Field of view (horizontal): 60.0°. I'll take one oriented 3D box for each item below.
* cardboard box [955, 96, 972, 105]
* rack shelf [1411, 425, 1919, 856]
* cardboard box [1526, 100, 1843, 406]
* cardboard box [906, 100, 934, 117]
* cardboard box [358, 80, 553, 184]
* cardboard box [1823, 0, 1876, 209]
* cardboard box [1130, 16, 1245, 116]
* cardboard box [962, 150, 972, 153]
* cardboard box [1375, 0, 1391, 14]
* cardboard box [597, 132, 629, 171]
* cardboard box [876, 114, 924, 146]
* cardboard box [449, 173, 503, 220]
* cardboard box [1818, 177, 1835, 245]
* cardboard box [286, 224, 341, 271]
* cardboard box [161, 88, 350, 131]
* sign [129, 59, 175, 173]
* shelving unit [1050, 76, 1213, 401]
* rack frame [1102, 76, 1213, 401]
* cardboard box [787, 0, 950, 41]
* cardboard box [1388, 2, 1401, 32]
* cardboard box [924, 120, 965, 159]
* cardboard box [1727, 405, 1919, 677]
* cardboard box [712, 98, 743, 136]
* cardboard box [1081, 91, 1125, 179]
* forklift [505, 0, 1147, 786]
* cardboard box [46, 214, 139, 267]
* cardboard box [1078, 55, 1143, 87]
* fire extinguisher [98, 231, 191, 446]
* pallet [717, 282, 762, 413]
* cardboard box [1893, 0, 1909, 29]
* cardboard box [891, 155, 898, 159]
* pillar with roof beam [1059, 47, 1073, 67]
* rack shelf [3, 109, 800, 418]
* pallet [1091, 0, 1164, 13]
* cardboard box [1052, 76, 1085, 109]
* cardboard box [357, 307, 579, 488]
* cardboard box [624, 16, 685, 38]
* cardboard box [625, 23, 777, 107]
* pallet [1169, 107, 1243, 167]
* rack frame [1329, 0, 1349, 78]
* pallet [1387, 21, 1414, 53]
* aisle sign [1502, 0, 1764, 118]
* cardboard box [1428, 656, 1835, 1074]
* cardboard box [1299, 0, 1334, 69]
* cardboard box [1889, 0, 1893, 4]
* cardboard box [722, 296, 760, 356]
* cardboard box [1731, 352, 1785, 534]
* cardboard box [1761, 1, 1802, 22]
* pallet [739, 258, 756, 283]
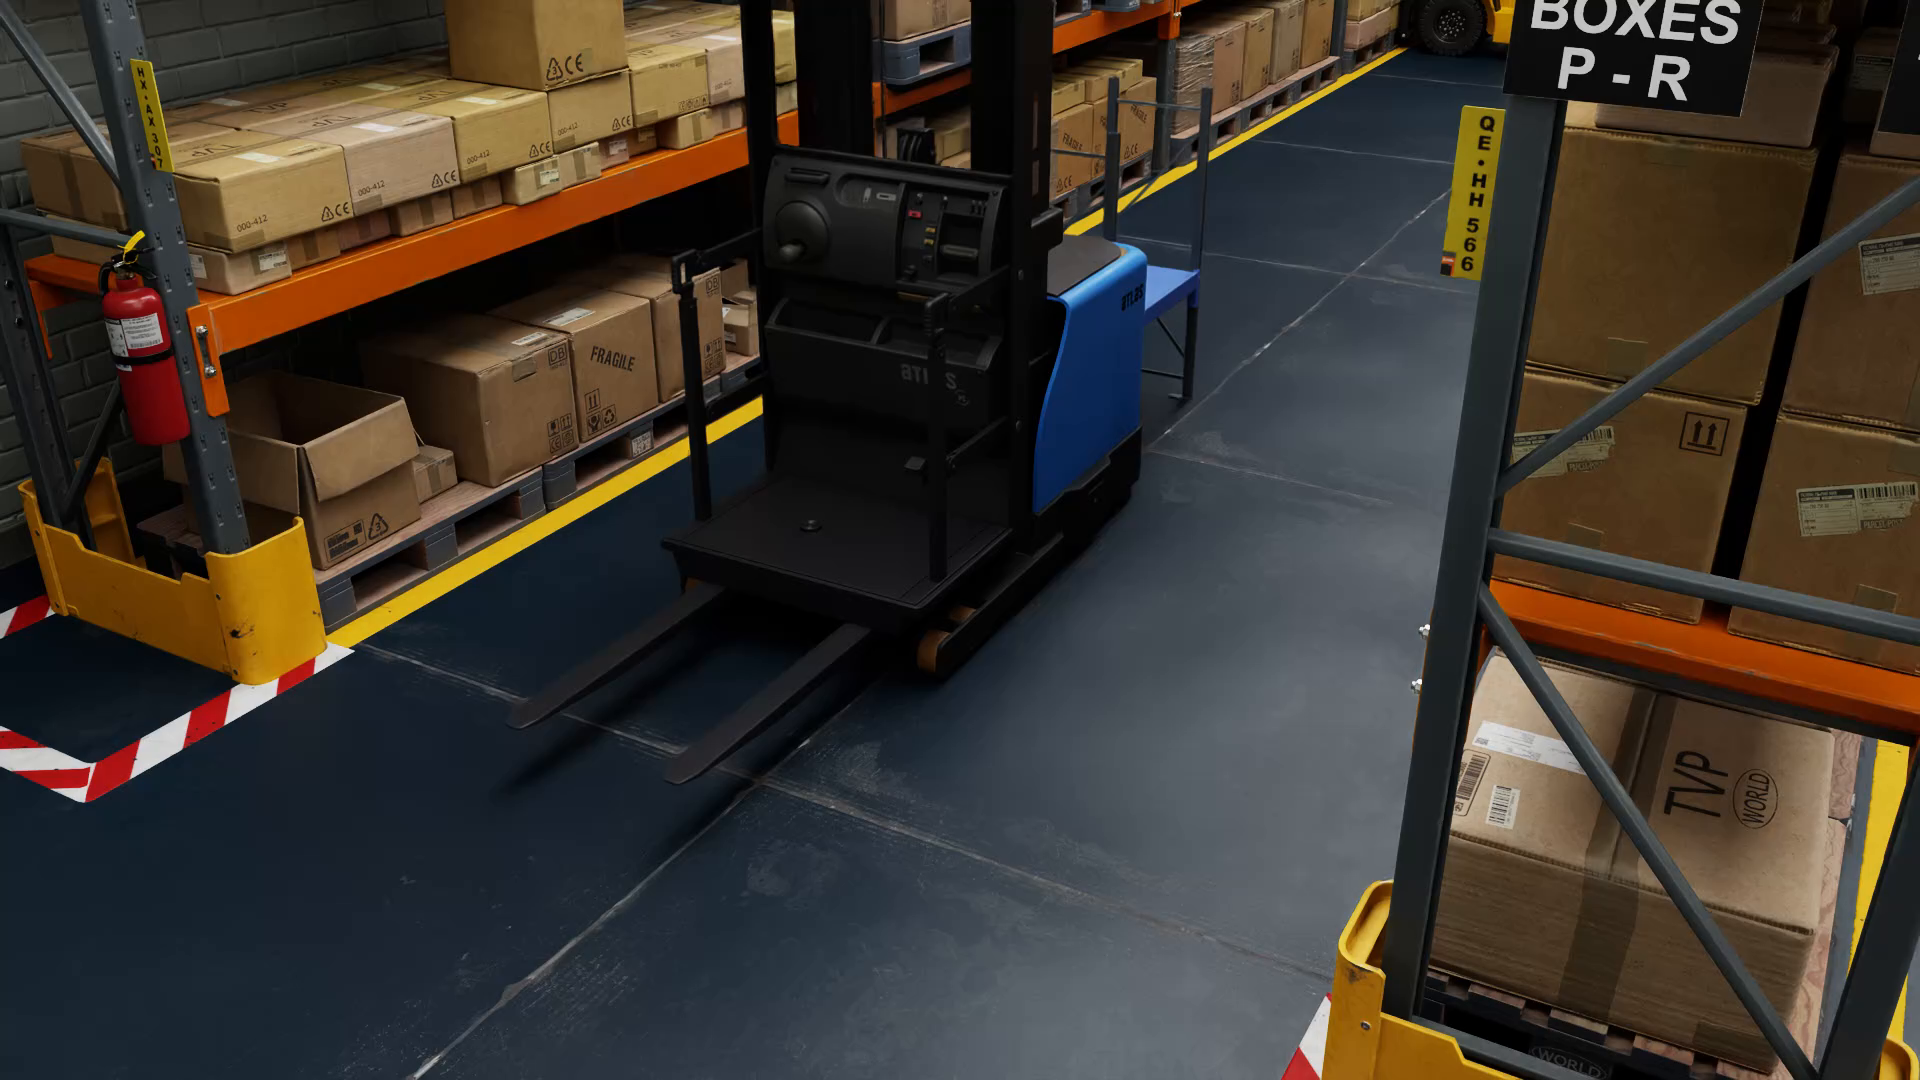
[{"bbox_3d":[0.191,-2.628,10.248,0.380,0.149,0.250,14,30,26],"label":"cardboard box"},{"bbox_3d":[2.427,-0.360,4.921,1.077,0.370,4.000,14,30,26],"label":"rack shelf"},{"bbox_3d":[1.473,-0.634,3.437,0.500,0.500,0.500,15,30,28],"label":"cardboard box"},{"bbox_3d":[-0.383,-2.633,10.258,0.380,0.149,0.250,15,30,27],"label":"cardboard box"},{"bbox_3d":[-1.928,-1.572,6.374,0.500,0.250,0.500,14,30,25],"label":"cardboard box"},{"bbox_3d":[2.200,-1.232,4.631,0.500,0.500,0.500,14,30,26],"label":"cardboard box"},{"bbox_3d":[1.689,-3.734,13.042,0.875,0.625,0.625,15,30,28],"label":"cardboard box"},{"bbox_3d":[0.024,-2.165,10.047,0.500,0.500,0.500,13,29,25],"label":"cardboard box"},{"bbox_3d":[3.776,-5.169,15.770,0.500,0.250,0.500,14,30,26],"label":"cardboard box"},{"bbox_3d":[-1.624,-1.663,7.002,0.380,0.149,0.250,14,30,26],"label":"cardboard box"},{"bbox_3d":[-0.418,-2.239,9.138,0.380,0.149,0.250,13,29,24],"label":"cardboard box"},{"bbox_3d":[-1.992,-1.358,6.393,0.380,0.149,0.250,15,30,27],"label":"cardboard box"},{"bbox_3d":[2.451,-0.993,5.271,0.500,0.500,0.500,14,30,26],"label":"cardboard box"},{"bbox_3d":[-2.395,-1.058,5.794,0.380,0.149,0.250,15,30,27],"label":"cardboard box"},{"bbox_3d":[-2.630,-1.498,6.227,0.500,0.250,0.500,14,30,26],"label":"cardboard box"},{"bbox_3d":[-2.408,-1.261,4.952,0.100,0.325,0.005,14,30,26],"label":"sign"},{"bbox_3d":[0.664,-1.210,7.493,0.538,1.500,1.048,14,30,26],"label":"shelving unit"},{"bbox_3d":[0.910,-1.410,7.891,0.500,1.500,0.032,14,30,26],"label":"rack frame"},{"bbox_3d":[-0.480,-2.924,8.660,0.700,0.500,0.500,15,30,27],"label":"cardboard box"},{"bbox_3d":[4.025,-5.149,16.288,0.500,0.250,0.500,15,30,27],"label":"cardboard box"},{"bbox_3d":[-0.196,-2.331,9.655,0.380,0.149,0.250,14,30,25],"label":"cardboard box"},{"bbox_3d":[1.929,-0.071,3.428,0.500,0.500,0.500,14,30,26],"label":"cardboard box"},{"bbox_3d":[-1.218,-1.951,7.578,0.380,0.149,0.250,15,30,27],"label":"cardboard box"},{"bbox_3d":[0.779,-2.777,11.269,0.500,0.500,0.500,14,30,25],"label":"cardboard box"},{"bbox_3d":[-0.380,-1.065,5.604,1.130,2.935,3.031,14,30,26],"label":"forklift"},{"bbox_3d":[-2.951,-1.070,5.816,0.380,0.149,0.250,14,30,26],"label":"cardboard box"},{"bbox_3d":[1.033,-3.223,11.437,0.380,0.149,0.250,13,29,24],"label":"cardboard box"},{"bbox_3d":[-2.550,-0.633,5.167,0.296,0.674,0.183,14,30,26],"label":"fire extinguisher"},{"bbox_3d":[-1.251,-1.038,8.588,1.003,0.211,1.213,14,30,26],"label":"pallet"},{"bbox_3d":[2.351,-1.176,3.794,0.380,0.149,0.250,15,30,27],"label":"cardboard box"},{"bbox_3d":[-0.504,-1.994,8.981,0.380,0.149,0.250,16,31,28],"label":"cardboard box"},{"bbox_3d":[4.660,-6.553,9.787,9.100,9.000,0.400,14,30,26],"label":"pillar with roof beam"},{"bbox_3d":[-1.896,-1.451,7.102,1.077,0.370,4.000,14,30,26],"label":"rack shelf"},{"bbox_3d":[0.783,-3.746,11.097,1.213,0.211,1.003,14,30,26],"label":"pallet"},{"bbox_3d":[0.588,-2.924,10.839,0.380,0.149,0.250,15,30,28],"label":"cardboard box"},{"bbox_3d":[-2.042,-0.606,6.932,0.700,0.500,0.500,16,31,28],"label":"cardboard box"},{"bbox_3d":[-1.632,-2.288,7.805,0.500,0.250,0.500,14,30,26],"label":"cardboard box"},{"bbox_3d":[-1.184,-2.168,7.565,0.500,0.250,0.500,14,30,26],"label":"cardboard box"},{"bbox_3d":[1.494,-3.177,12.860,1.003,0.211,1.213,14,30,26],"label":"pallet"},{"bbox_3d":[3.023,-5.670,14.726,1.000,3.000,0.127,14,30,26],"label":"rack frame"},{"bbox_3d":[4.050,-5.201,16.905,1.003,0.211,1.213,14,30,26],"label":"pallet"},{"bbox_3d":[1.138,-1.105,2.702,0.394,0.787,0.004,14,30,26],"label":"aisle sign"},{"bbox_3d":[1.681,0.777,4.241,0.875,0.438,0.875,13,29,24],"label":"cardboard box"},{"bbox_3d":[2.776,-4.590,14.753,0.875,0.625,0.625,16,31,28],"label":"cardboard box"},{"bbox_3d":[2.966,-1.821,5.807,0.500,0.500,0.500,14,30,26],"label":"cardboard box"},{"bbox_3d":[-1.106,-1.097,8.175,0.396,0.266,0.258,15,30,28],"label":"cardboard box"},{"bbox_3d":[1.710,-0.385,4.057,0.500,0.500,0.500,14,30,25],"label":"cardboard box"},{"bbox_3d":[1.603,-1.091,3.626,0.380,0.149,0.250,14,30,26],"label":"cardboard box"},{"bbox_3d":[-0.545,-1.631,9.772,1.003,0.211,1.213,14,30,26],"label":"pallet"}]
